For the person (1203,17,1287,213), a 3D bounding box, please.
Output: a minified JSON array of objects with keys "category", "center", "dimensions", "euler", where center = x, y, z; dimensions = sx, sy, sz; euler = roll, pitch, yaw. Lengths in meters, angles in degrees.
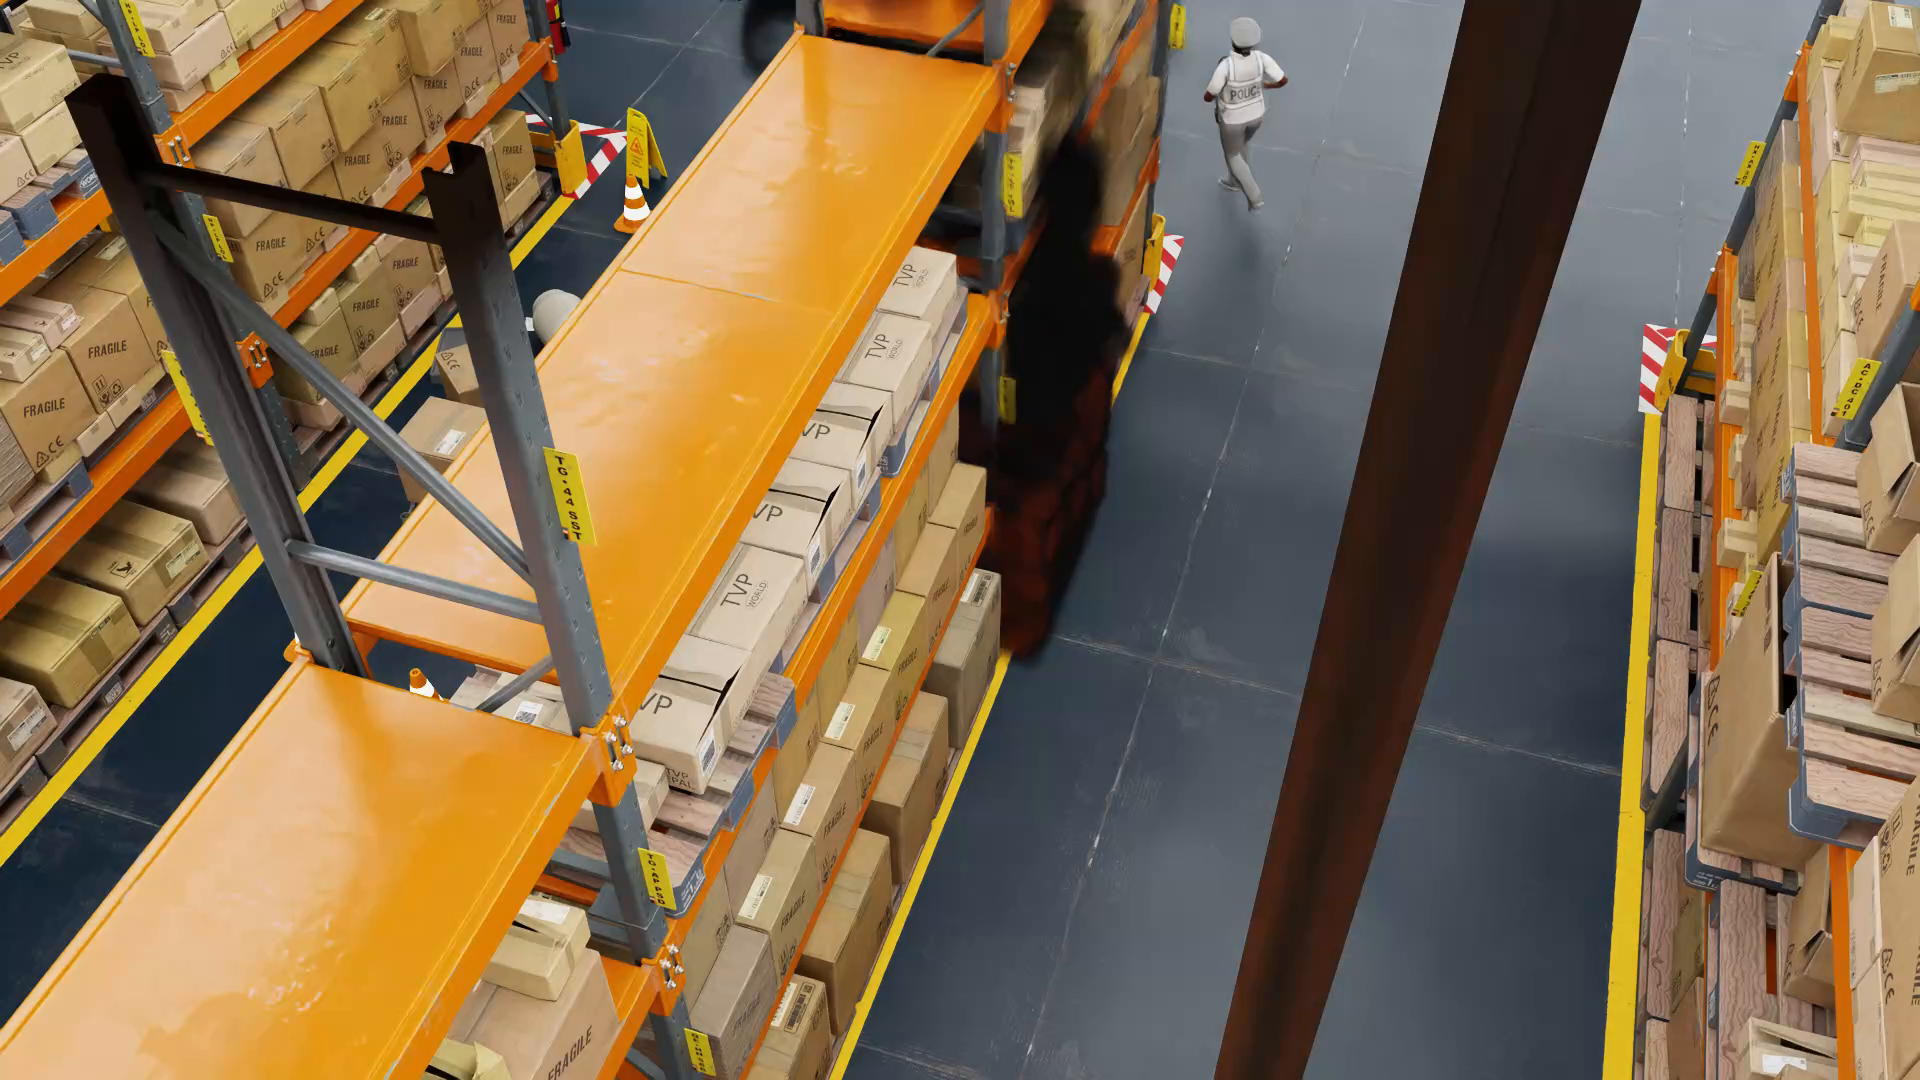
[{"category":"person","center":[2.217,-3.345,13.183],"dimensions":[0.677,1.700,0.763],"euler":[-17,48,-16]}]
